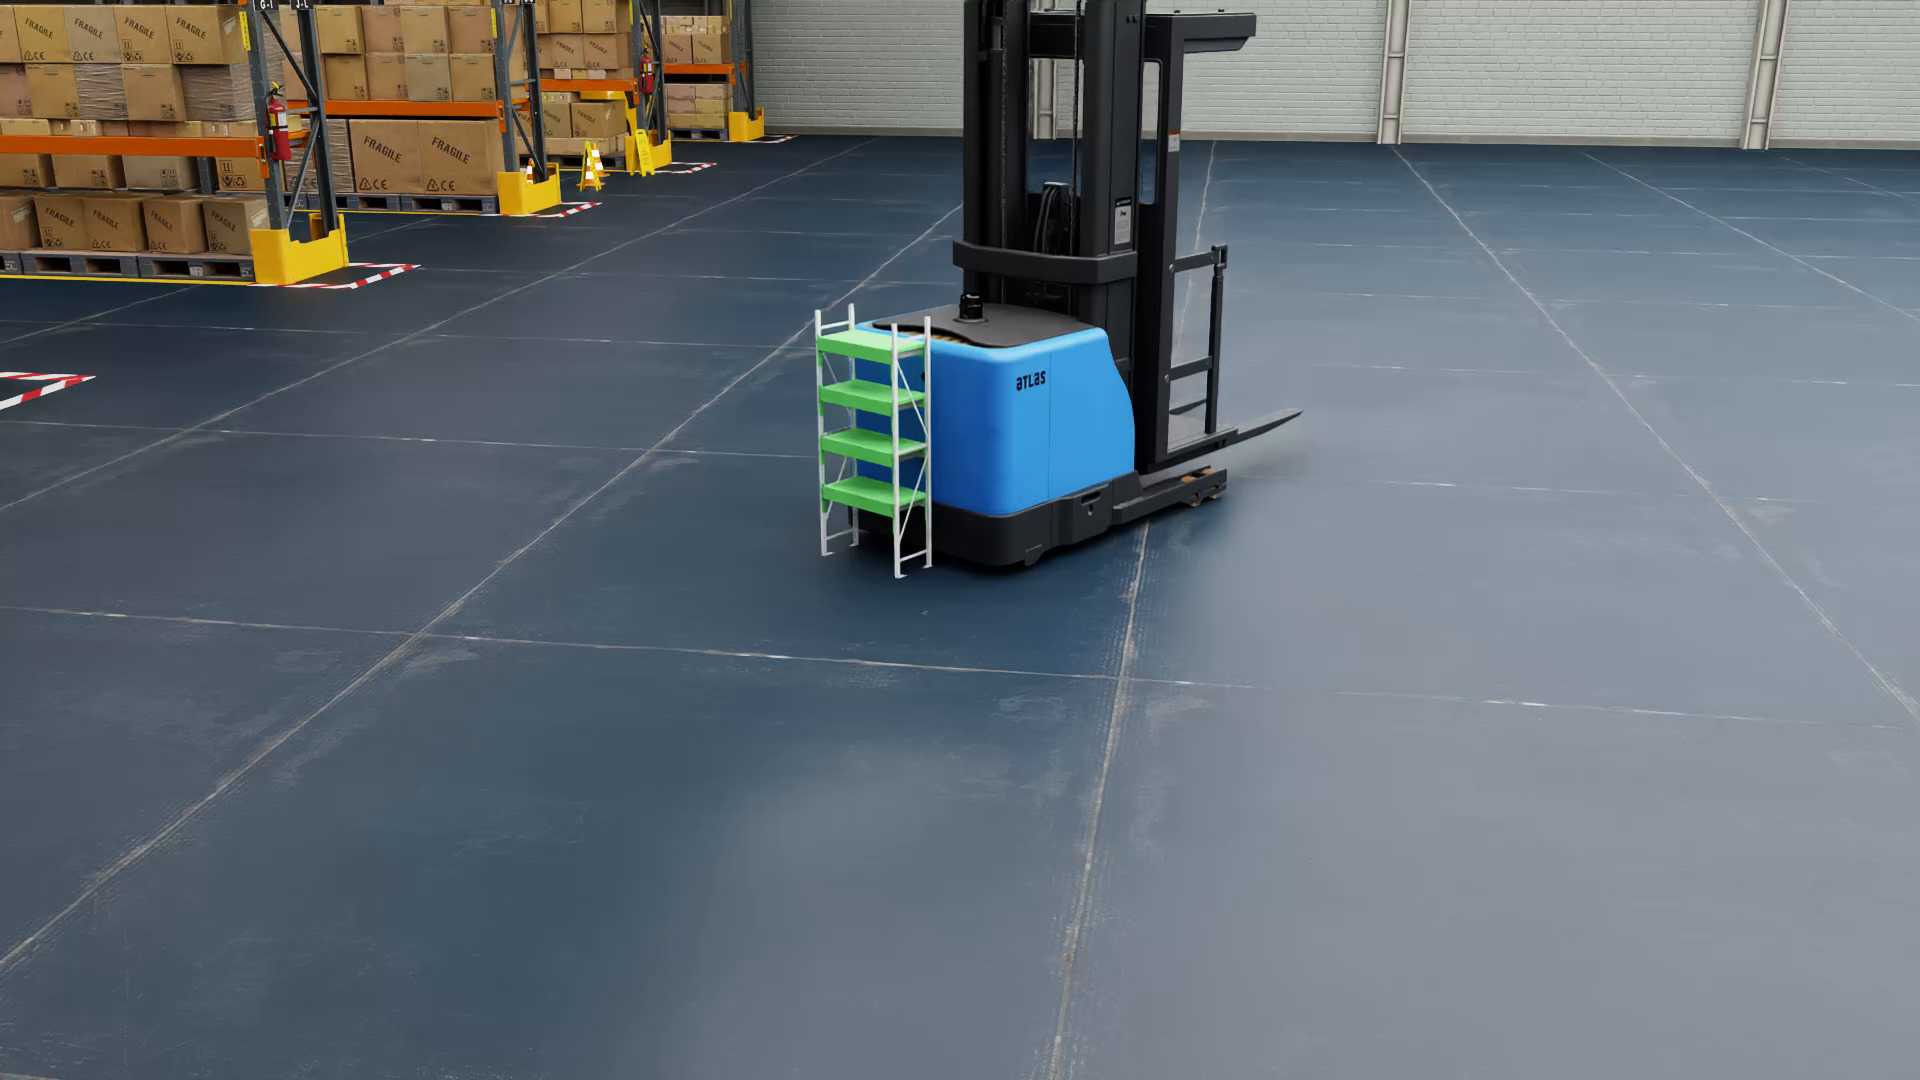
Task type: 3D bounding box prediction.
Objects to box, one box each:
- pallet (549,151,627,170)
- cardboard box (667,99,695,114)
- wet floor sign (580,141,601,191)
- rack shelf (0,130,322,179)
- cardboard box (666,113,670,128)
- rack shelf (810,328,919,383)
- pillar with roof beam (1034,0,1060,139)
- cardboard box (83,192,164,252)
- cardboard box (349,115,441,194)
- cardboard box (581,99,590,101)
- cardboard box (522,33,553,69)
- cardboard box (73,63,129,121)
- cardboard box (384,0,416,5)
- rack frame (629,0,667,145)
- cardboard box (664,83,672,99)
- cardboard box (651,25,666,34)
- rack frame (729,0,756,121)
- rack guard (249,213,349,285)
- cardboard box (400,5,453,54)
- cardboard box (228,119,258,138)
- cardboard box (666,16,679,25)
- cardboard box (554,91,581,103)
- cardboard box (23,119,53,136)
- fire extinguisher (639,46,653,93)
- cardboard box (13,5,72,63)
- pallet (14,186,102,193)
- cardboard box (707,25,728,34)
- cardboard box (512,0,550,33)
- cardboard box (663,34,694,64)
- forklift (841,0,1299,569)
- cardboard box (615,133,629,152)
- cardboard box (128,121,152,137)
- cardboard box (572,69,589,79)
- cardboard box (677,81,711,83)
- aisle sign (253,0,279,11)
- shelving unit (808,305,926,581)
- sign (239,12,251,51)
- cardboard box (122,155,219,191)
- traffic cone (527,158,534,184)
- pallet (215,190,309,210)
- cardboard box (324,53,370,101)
[{"bbox_3d":[-5.498,-5.800,25.304,1.213,0.211,1.003,3,19,9],"label":"pallet"},{"bbox_3d":[-4.866,-7.709,29.500,0.500,0.250,0.500,3,19,8],"label":"cardboard box"},{"bbox_3d":[-4.969,-5.013,22.268,0.232,0.644,0.267,0,19,-1],"label":"wet floor sign"},{"bbox_3d":[-8.173,-3.721,15.831,4.000,0.370,1.077,3,19,9],"label":"rack shelf"},{"bbox_3d":[-5.338,-7.498,29.655,0.500,0.250,0.500,3,19,9],"label":"cardboard box"},{"bbox_3d":[-0.431,-0.852,7.647,0.480,0.148,0.258,16,24,39],"label":"rack shelf"},{"bbox_3d":[0.854,-10.133,24.407,0.400,9.000,9.100,3,19,9],"label":"pillar with roof beam"},{"bbox_3d":[-8.023,-3.069,16.026,0.500,0.500,0.500,5,19,14],"label":"cardboard box"},{"bbox_3d":[-6.861,-4.759,20.486,0.875,0.875,0.875,3,19,8],"label":"cardboard box"},{"bbox_3d":[-5.919,-6.470,25.404,0.500,0.500,0.500,2,19,7],"label":"cardboard box"},{"bbox_3d":[-6.193,-7.249,24.614,0.500,0.500,0.500,3,19,8],"label":"cardboard box"},{"bbox_3d":[-7.736,-4.213,15.540,0.500,0.500,0.875,3,19,9],"label":"cardboard box"},{"bbox_3d":[-8.175,-7.840,24.806,0.500,0.500,0.700,3,19,8],"label":"cardboard box"},{"bbox_3d":[-4.626,-7.066,24.695,0.127,3.000,1.000,3,19,9],"label":"rack frame"},{"bbox_3d":[-5.351,-7.963,29.470,0.500,0.250,0.500,3,19,9],"label":"cardboard box"},{"bbox_3d":[-5.247,-8.957,29.165,0.250,0.149,0.380,2,19,7],"label":"cardboard box"},{"bbox_3d":[-3.842,-8.622,29.343,0.127,3.000,1.000,3,19,9],"label":"rack frame"},{"bbox_3d":[-6.273,-2.780,15.824,0.348,0.500,1.175,3,19,9],"label":"rack guard"},{"bbox_3d":[-6.229,-6.123,19.939,0.550,0.550,0.875,3,19,9],"label":"cardboard box"},{"bbox_3d":[-6.512,-3.792,15.306,0.250,0.149,0.380,3,19,9],"label":"cardboard box"},{"bbox_3d":[-4.975,-9.113,29.163,0.250,0.149,0.380,3,19,9],"label":"cardboard box"},{"bbox_3d":[-5.832,-6.581,24.712,0.250,0.149,0.380,3,19,10],"label":"cardboard box"},{"bbox_3d":[-8.500,-3.868,15.531,0.250,0.149,0.380,3,19,9],"label":"cardboard box"},{"bbox_3d":[-4.586,-6.880,24.259,0.183,0.674,0.296,3,19,9],"label":"fire extinguisher"},{"bbox_3d":[-8.260,-4.652,15.276,0.500,0.500,0.500,3,19,9],"label":"cardboard box"},{"bbox_3d":[-11.243,-4.465,21.316,1.213,0.211,1.003,3,19,9],"label":"pallet"},{"bbox_3d":[-4.229,-8.906,29.014,0.250,0.149,0.380,3,19,9],"label":"cardboard box"},{"bbox_3d":[-6.183,-7.708,24.409,0.500,0.500,0.700,3,19,8],"label":"cardboard box"},{"bbox_3d":[-4.881,-8.641,29.242,0.500,0.500,0.500,4,19,10],"label":"cardboard box"},{"bbox_3d":[0.762,-1.648,8.609,1.130,2.935,3.031,16,24,39],"label":"forklift"},{"bbox_3d":[-5.379,-6.089,25.445,0.500,0.250,0.500,3,19,8],"label":"cardboard box"},{"bbox_3d":[-7.498,-3.845,15.462,0.250,0.149,0.380,3,19,9],"label":"cardboard box"},{"bbox_3d":[-5.547,-6.897,24.584,0.250,0.149,0.380,3,19,8],"label":"cardboard box"},{"bbox_3d":[-4.781,-8.099,29.876,0.500,0.250,0.500,3,19,9],"label":"cardboard box"},{"bbox_3d":[-6.184,-5.097,14.714,0.004,0.787,0.394,3,19,9],"label":"aisle sign"},{"bbox_3d":[-0.431,-0.457,7.779,0.503,1.200,0.258,16,24,39],"label":"shelving unit"},{"bbox_3d":[-6.306,-4.488,14.666,0.005,0.325,0.100,3,19,9],"label":"sign"},{"bbox_3d":[-9.888,-4.847,20.946,0.750,0.750,1.050,3,19,8],"label":"cardboard box"},{"bbox_3d":[-5.611,-4.779,21.857,0.334,0.463,0.336,3,19,9],"label":"traffic cone"},{"bbox_3d":[-8.522,-4.327,20.902,1.213,0.211,1.003,3,19,9],"label":"pallet"},{"bbox_3d":[-7.294,-5.688,20.340,0.500,0.550,0.875,3,19,9],"label":"cardboard box"}]
